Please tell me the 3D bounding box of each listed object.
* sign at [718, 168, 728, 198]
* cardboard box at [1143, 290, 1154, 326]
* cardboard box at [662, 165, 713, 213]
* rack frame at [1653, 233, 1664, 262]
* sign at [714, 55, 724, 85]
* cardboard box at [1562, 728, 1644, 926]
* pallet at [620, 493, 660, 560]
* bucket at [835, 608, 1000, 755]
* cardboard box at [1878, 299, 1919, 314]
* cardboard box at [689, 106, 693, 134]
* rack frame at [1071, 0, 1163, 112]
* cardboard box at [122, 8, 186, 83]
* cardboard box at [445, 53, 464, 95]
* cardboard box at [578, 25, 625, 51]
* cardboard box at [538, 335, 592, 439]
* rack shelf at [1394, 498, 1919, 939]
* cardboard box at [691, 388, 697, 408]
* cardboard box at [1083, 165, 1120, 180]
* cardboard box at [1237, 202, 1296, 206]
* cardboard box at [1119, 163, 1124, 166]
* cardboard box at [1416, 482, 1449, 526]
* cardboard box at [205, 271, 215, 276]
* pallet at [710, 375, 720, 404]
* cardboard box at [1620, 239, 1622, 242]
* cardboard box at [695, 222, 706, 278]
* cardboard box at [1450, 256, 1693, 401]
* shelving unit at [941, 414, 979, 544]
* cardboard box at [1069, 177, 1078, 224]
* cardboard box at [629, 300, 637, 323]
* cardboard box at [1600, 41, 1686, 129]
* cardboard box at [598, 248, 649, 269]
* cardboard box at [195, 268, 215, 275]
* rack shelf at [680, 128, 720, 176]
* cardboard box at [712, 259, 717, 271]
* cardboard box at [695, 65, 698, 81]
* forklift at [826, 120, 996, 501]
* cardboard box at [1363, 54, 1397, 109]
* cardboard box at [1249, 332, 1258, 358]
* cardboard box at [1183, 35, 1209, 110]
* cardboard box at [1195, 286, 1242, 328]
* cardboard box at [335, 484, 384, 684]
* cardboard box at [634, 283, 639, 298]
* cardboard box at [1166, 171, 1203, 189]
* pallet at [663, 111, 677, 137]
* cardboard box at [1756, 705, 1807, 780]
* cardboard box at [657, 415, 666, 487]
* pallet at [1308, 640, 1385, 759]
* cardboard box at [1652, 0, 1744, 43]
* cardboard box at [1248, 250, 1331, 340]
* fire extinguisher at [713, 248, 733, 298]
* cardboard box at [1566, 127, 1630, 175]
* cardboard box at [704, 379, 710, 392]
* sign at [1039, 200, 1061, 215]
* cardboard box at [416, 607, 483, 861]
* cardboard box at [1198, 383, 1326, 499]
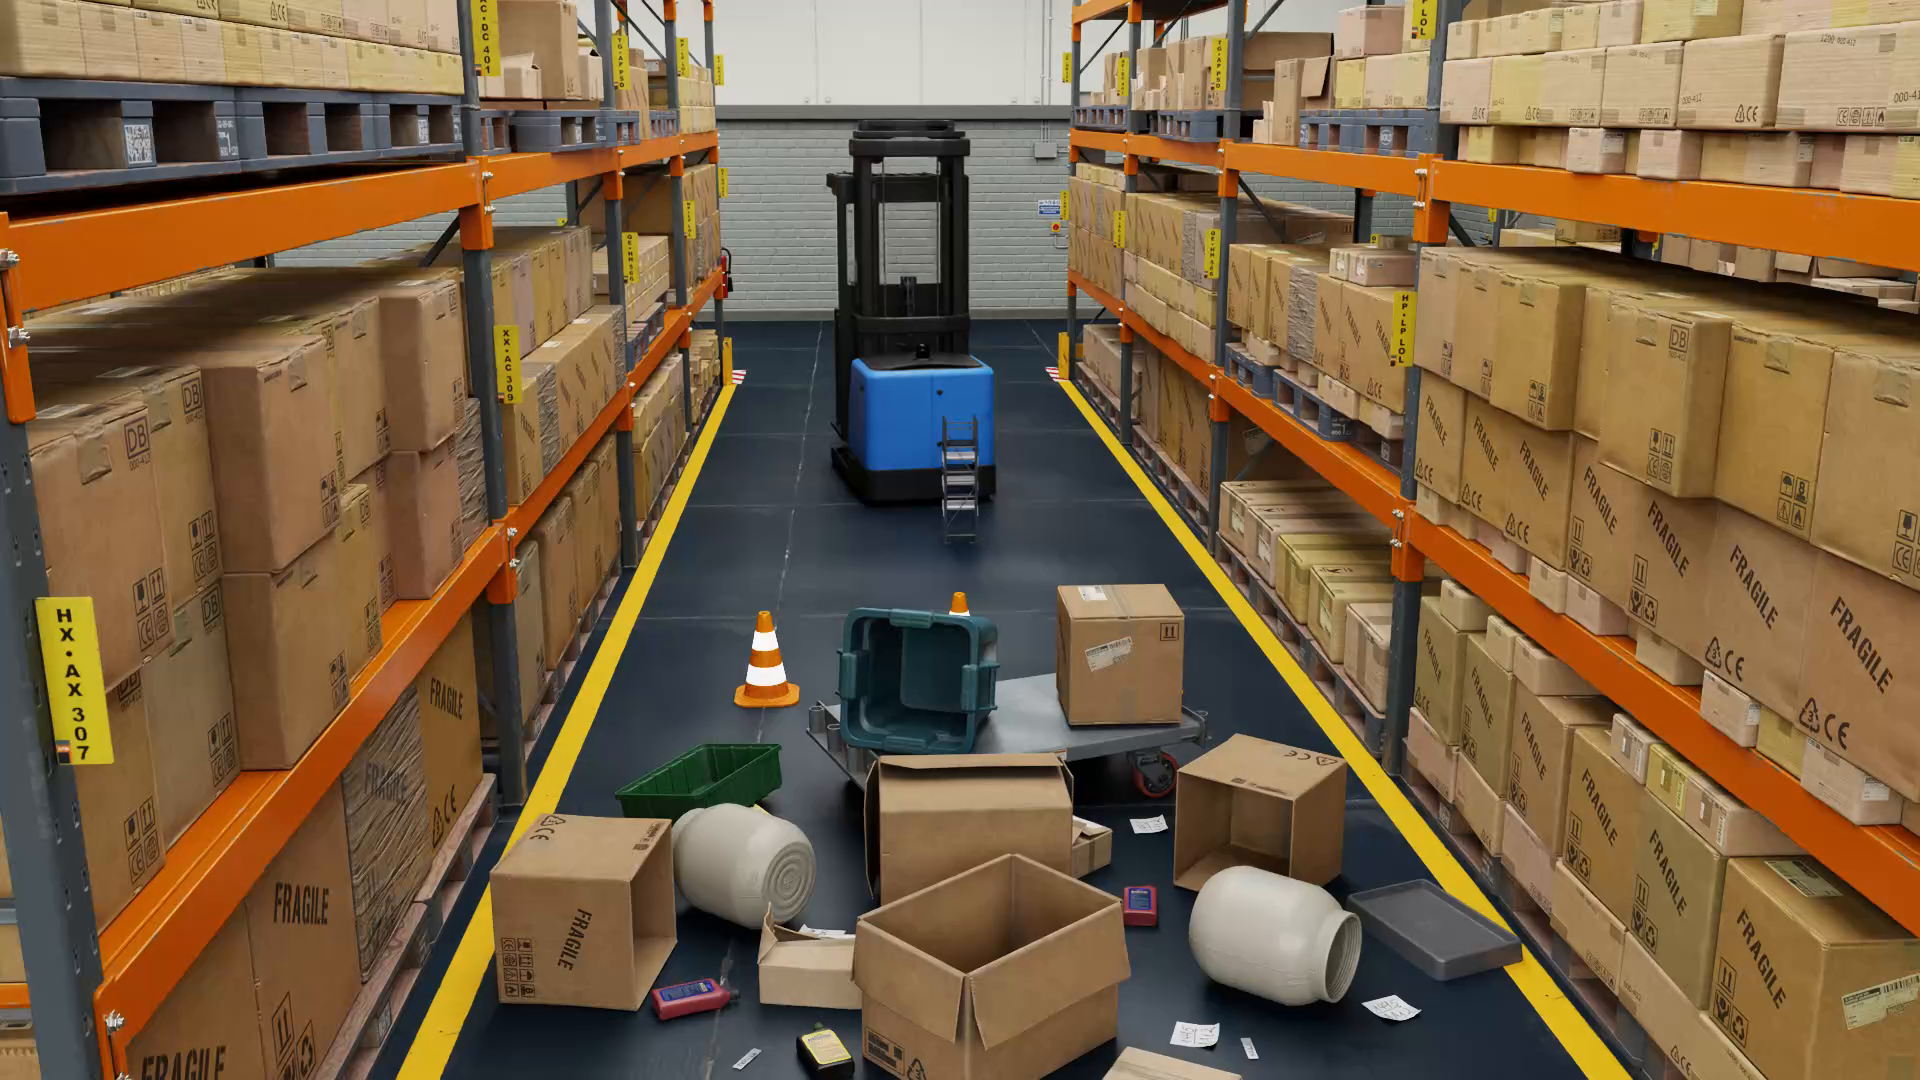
[{"bbox_3d":[-2.633,-3.969,18.474,0.100,0.325,0.005,-1,14,-3],"label":"sign"},{"bbox_3d":[1.807,-1.916,13.753,0.500,0.250,0.500,-1,14,-4],"label":"cardboard box"},{"bbox_3d":[-2.880,-3.692,17.552,0.500,0.500,0.500,-1,14,-5],"label":"cardboard box"},{"bbox_3d":[6.948,-2.436,15.473,1.000,3.000,0.127,-1,14,-3],"label":"rack frame"},{"bbox_3d":[-2.633,-5.136,18.173,0.100,0.325,0.005,-1,14,-3],"label":"sign"},{"bbox_3d":[2.367,0.941,5.521,0.500,0.500,0.500,-1,14,-5],"label":"cardboard box"},{"bbox_3d":[-2.740,-0.106,12.014,1.003,0.211,1.213,-1,14,-3],"label":"pallet"},{"bbox_3d":[-0.135,0.580,7.270,0.726,0.611,0.620,4,5,16],"label":"bucket"},{"bbox_3d":[6.772,-1.680,12.198,0.380,0.149,0.250,-1,14,-2],"label":"cardboard box"},{"bbox_3d":[-2.746,-3.880,15.369,0.500,0.250,0.500,-1,14,-4],"label":"cardboard box"},{"bbox_3d":[1.746,-6.258,18.291,1.000,3.000,0.127,-1,14,-3],"label":"rack frame"},{"bbox_3d":[-1.930,-1.071,3.610,0.380,0.149,0.250,-1,14,-3],"label":"cardboard box"},{"bbox_3d":[-2.103,-1.764,6.304,0.380,0.149,0.250,-1,14,-4],"label":"cardboard box"},{"bbox_3d":[-2.475,-3.367,11.335,0.396,0.266,0.258,-1,14,-3],"label":"cardboard box"},{"bbox_3d":[-2.300,-0.827,9.018,0.500,0.500,0.500,-1,14,-3],"label":"cardboard box"},{"bbox_3d":[2.613,0.477,5.595,1.077,0.370,4.000,-1,14,-3],"label":"rack shelf"},{"bbox_3d":[-2.644,-1.318,15.413,0.380,0.149,0.250,0,14,-1],"label":"cardboard box"},{"bbox_3d":[1.515,-3.912,17.700,0.380,0.149,0.250,-1,14,-5],"label":"cardboard box"},{"bbox_3d":[2.370,-2.400,13.128,0.500,0.500,0.500,-1,14,-3],"label":"cardboard box"},{"bbox_3d":[1.968,-4.114,18.485,0.380,0.149,0.250,-1,14,-3],"label":"cardboard box"},{"bbox_3d":[2.189,-0.164,7.147,0.380,0.149,0.250,-1,14,-4],"label":"cardboard box"},{"bbox_3d":[-7.700,-2.615,16.673,0.380,0.149,0.250,-1,14,-2],"label":"cardboard box"},{"bbox_3d":[-3.169,-1.679,18.130,1.003,0.211,1.213,-1,14,-3],"label":"pallet"},{"bbox_3d":[7.082,-3.010,17.410,0.500,0.250,0.500,-1,14,-4],"label":"cardboard box"},{"bbox_3d":[-2.753,-2.825,16.188,0.500,0.500,0.500,-1,14,-5],"label":"cardboard box"},{"bbox_3d":[2.310,-0.805,6.332,0.700,0.500,0.500,-1,14,-3],"label":"cardboard box"},{"bbox_3d":[0.000,-0.438,11.922,0.258,0.900,0.210,-1,14,-3],"label":"shelving unit"},{"bbox_3d":[1.491,-3.762,18.420,0.500,0.500,0.500,-1,14,-5],"label":"cardboard box"},{"bbox_3d":[-2.571,-1.659,12.115,0.380,0.149,0.250,0,14,-1],"label":"cardboard box"},{"bbox_3d":[2.336,-1.401,5.134,0.500,0.250,0.500,-1,14,-3],"label":"cardboard box"},{"bbox_3d":[-2.641,-2.205,13.046,0.380,0.149,0.250,-2,15,-6],"label":"cardboard box"},{"bbox_3d":[-7.751,-2.773,16.487,0.500,0.250,0.500,-1,14,-3],"label":"cardboard box"},{"bbox_3d":[-3.064,-3.858,16.426,1.077,0.370,4.000,-1,14,-3],"label":"rack shelf"},{"bbox_3d":[-2.886,-3.053,18.377,0.380,0.149,0.250,-1,14,-3],"label":"cardboard box"},{"bbox_3d":[-2.827,-4.670,16.633,0.380,0.149,0.250,-1,14,-2],"label":"cardboard box"},{"bbox_3d":[-0.518,-2.045,14.092,1.130,2.935,3.031,-3,15,-11],"label":"forklift"},{"bbox_3d":[2.282,-2.221,8.077,0.500,0.250,0.500,-1,14,-3],"label":"cardboard box"},{"bbox_3d":[2.031,-1.222,10.417,0.380,0.149,0.250,-2,15,-7],"label":"cardboard box"},{"bbox_3d":[1.991,-3.311,11.812,0.700,0.500,0.500,-2,15,-6],"label":"cardboard box"},{"bbox_3d":[1.958,-1.649,11.715,0.500,0.250,0.500,-1,14,-4],"label":"cardboard box"},{"bbox_3d":[-2.305,0.155,5.104,0.875,0.550,0.500,-1,14,-3],"label":"cardboard box"},{"bbox_3d":[-2.591,-1.869,12.336,0.380,0.149,0.250,-1,14,-3],"label":"cardboard box"},{"bbox_3d":[2.143,-3.414,15.766,0.380,0.149,0.250,-1,14,-4],"label":"cardboard box"},{"bbox_3d":[-3.009,-3.463,13.824,1.213,0.211,1.003,-1,14,-3],"label":"pallet"},{"bbox_3d":[2.380,0.533,4.440,0.380,0.149,0.250,-1,14,-4],"label":"cardboard box"},{"bbox_3d":[-2.553,-0.687,12.851,0.500,0.500,0.500,-1,14,-5],"label":"cardboard box"},{"bbox_3d":[2.440,0.788,8.539,1.003,0.211,1.213,-1,14,-3],"label":"pallet"},{"bbox_3d":[2.293,-1.551,4.920,0.380,0.149,0.250,-1,14,-2],"label":"cardboard box"},{"bbox_3d":[2.078,-1.514,10.251,0.500,0.500,0.500,0,14,-1],"label":"cardboard box"},{"bbox_3d":[-2.743,-3.103,18.971,0.296,0.674,0.183,-1,14,-3],"label":"fire extinguisher"},{"bbox_3d":[2.256,-1.296,5.529,0.380,0.149,0.250,-1,14,-5],"label":"cardboard box"},{"bbox_3d":[-2.797,-1.625,17.201,0.380,0.149,0.250,-1,14,-2],"label":"cardboard box"},{"bbox_3d":[1.321,-4.900,24.510,0.327,0.218,0.001,-1,14,-3],"label":"sign"},{"bbox_3d":[-2.476,0.716,6.645,0.875,0.875,0.875,-1,14,-3],"label":"cardboard box"},{"bbox_3d":[2.282,-0.711,12.190,0.875,0.875,0.875,-1,14,-4],"label":"cardboard box"}]
